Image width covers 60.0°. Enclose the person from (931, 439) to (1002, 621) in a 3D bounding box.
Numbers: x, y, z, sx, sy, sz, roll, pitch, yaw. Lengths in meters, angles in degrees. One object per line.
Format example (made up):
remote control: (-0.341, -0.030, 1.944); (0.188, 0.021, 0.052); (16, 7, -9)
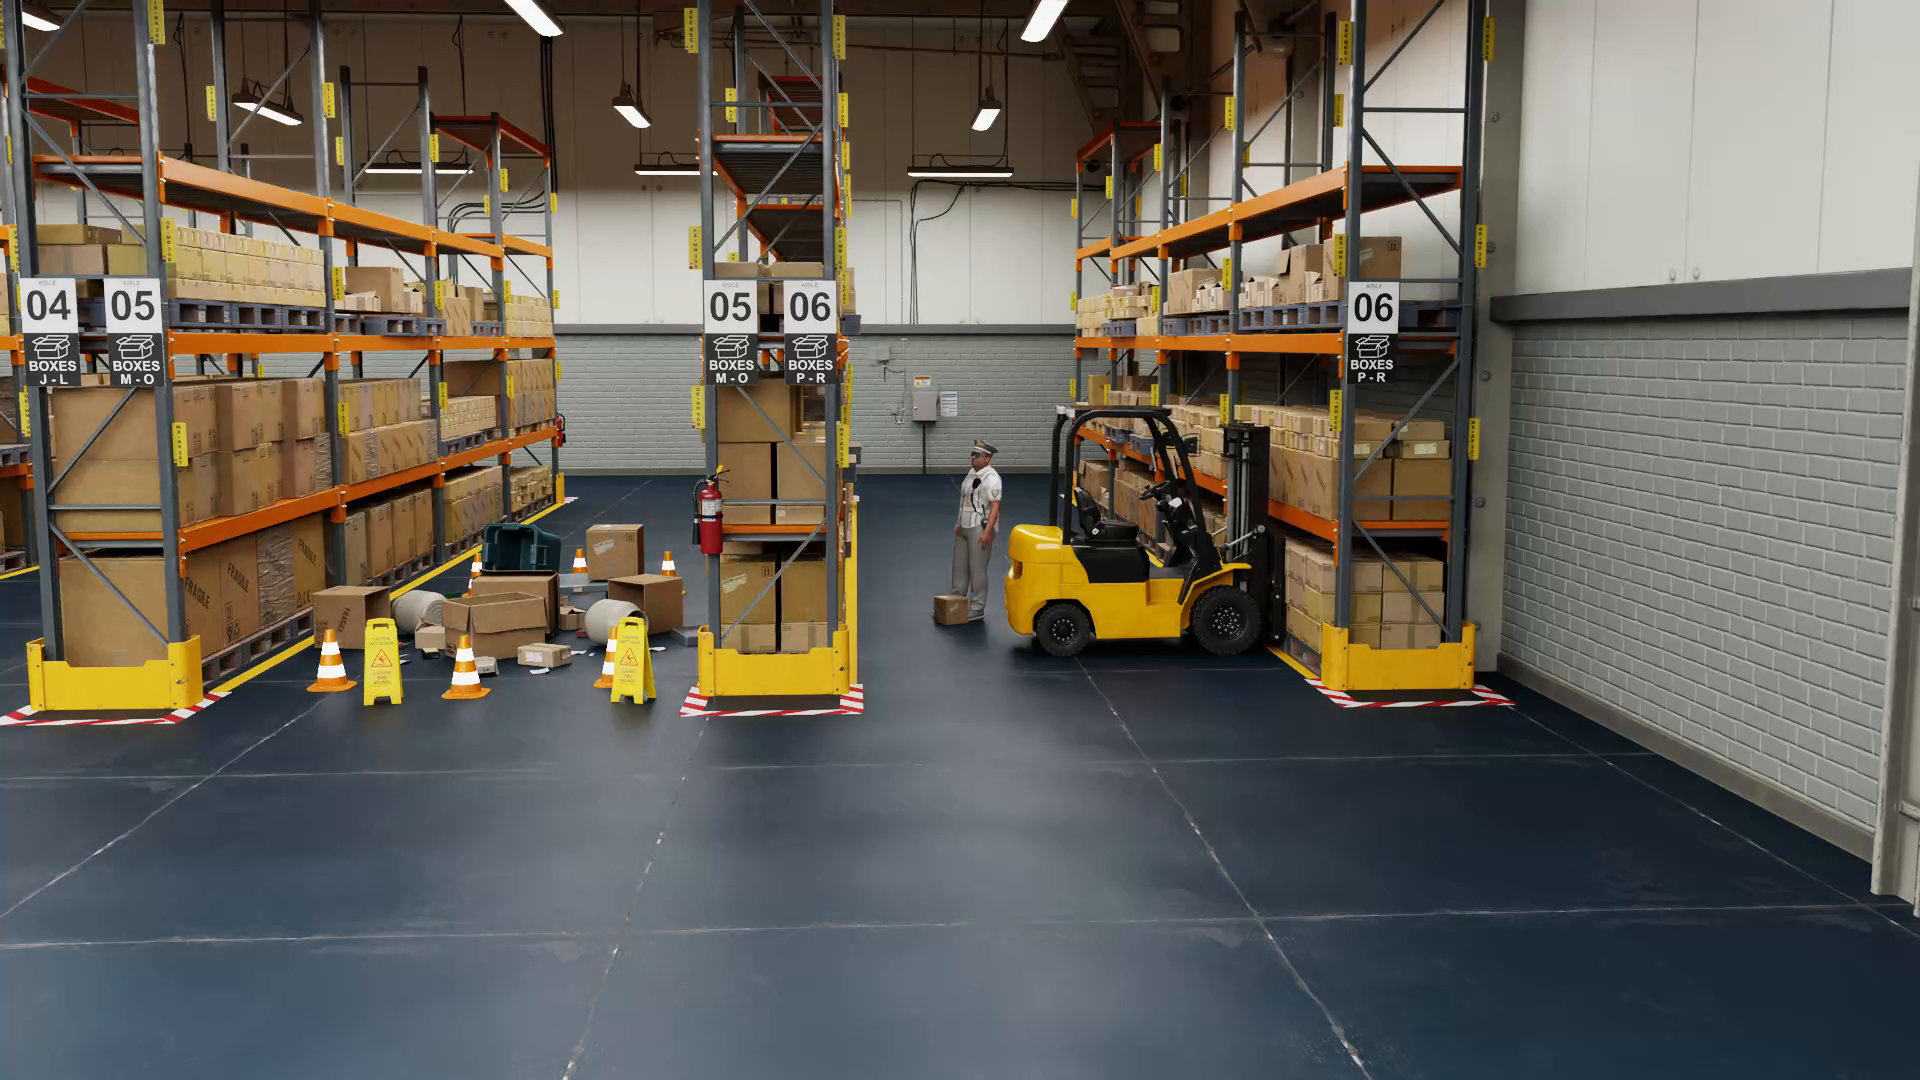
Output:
person: (0.085, -0.101, 16.348); (0.573, 1.782, 0.642); (-4, 8, -28)
